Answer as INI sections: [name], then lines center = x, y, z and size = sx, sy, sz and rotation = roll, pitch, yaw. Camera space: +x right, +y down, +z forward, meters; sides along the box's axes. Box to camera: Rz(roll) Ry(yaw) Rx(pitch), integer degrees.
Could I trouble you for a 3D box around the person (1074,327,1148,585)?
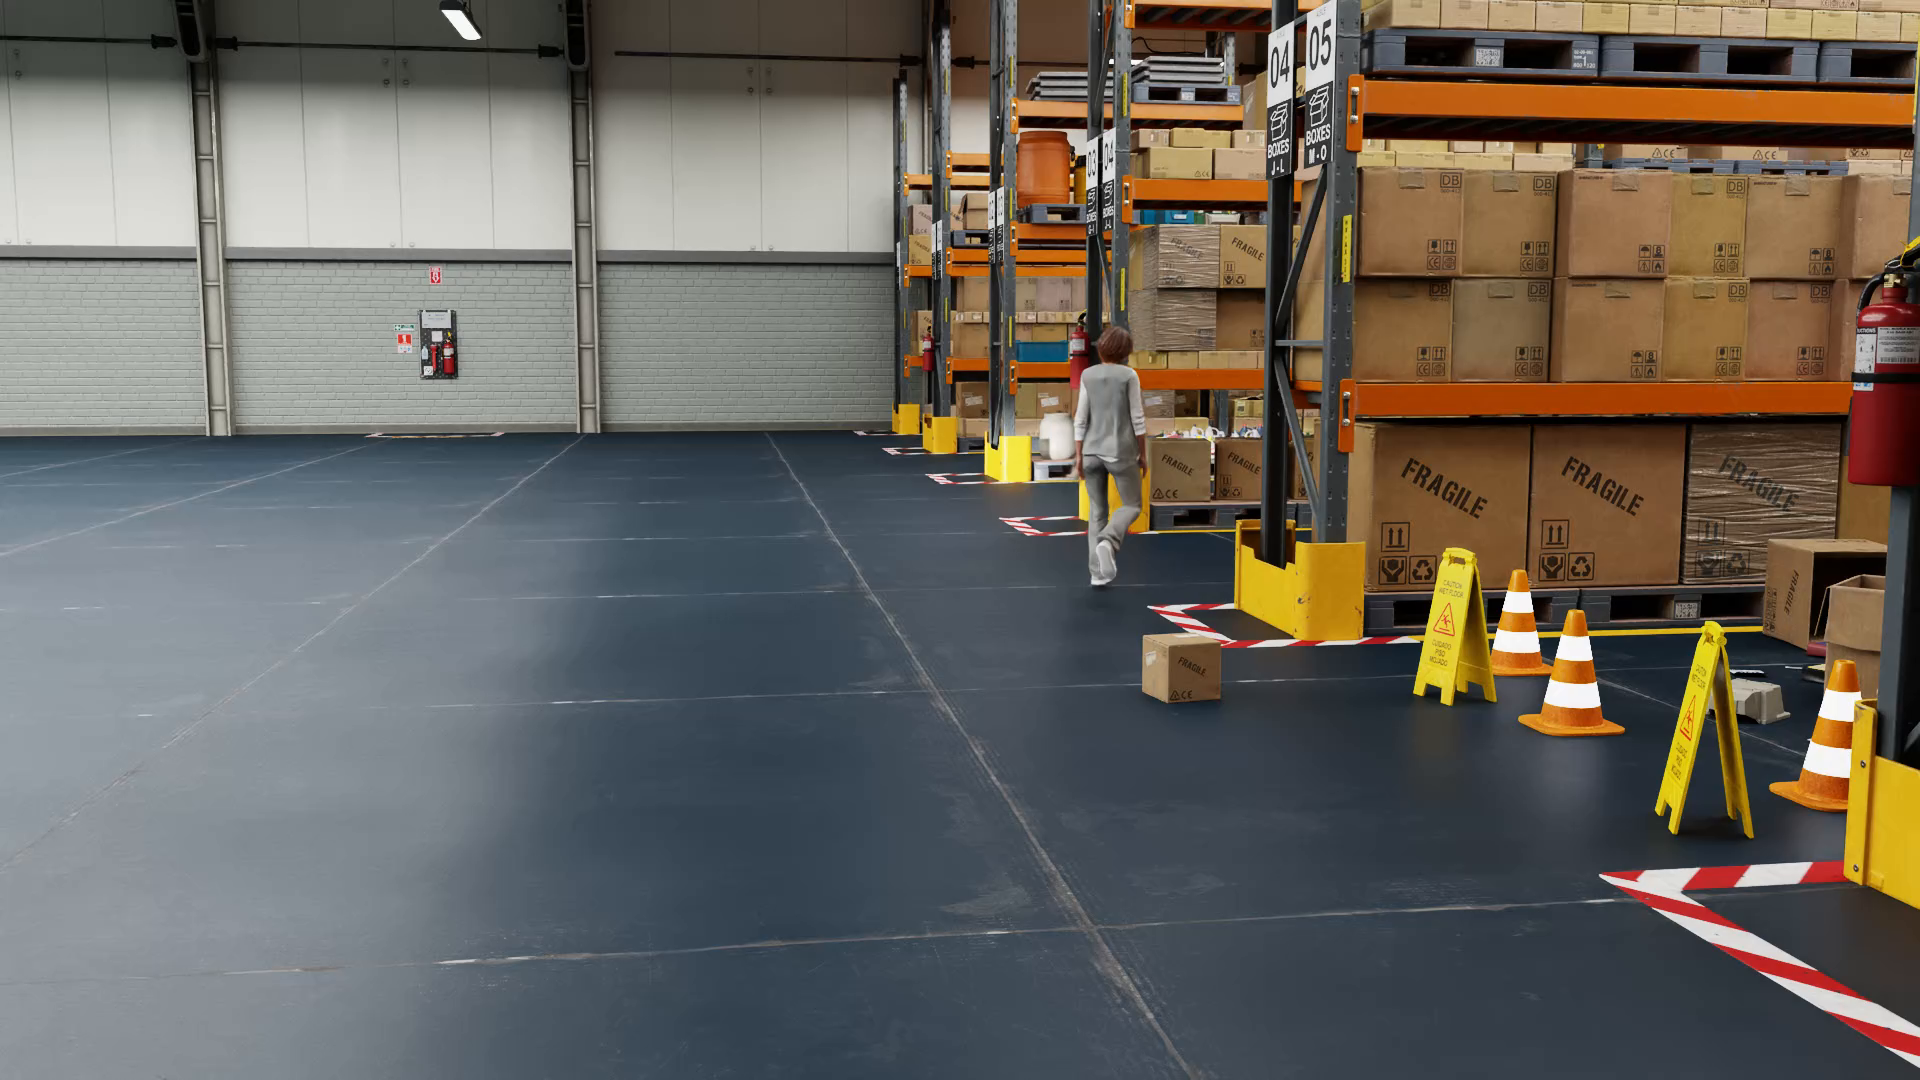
[person]
center = 0.904, -0.492, 10.040
size = 0.436, 1.577, 0.582
rotation = 3, 7, 22
